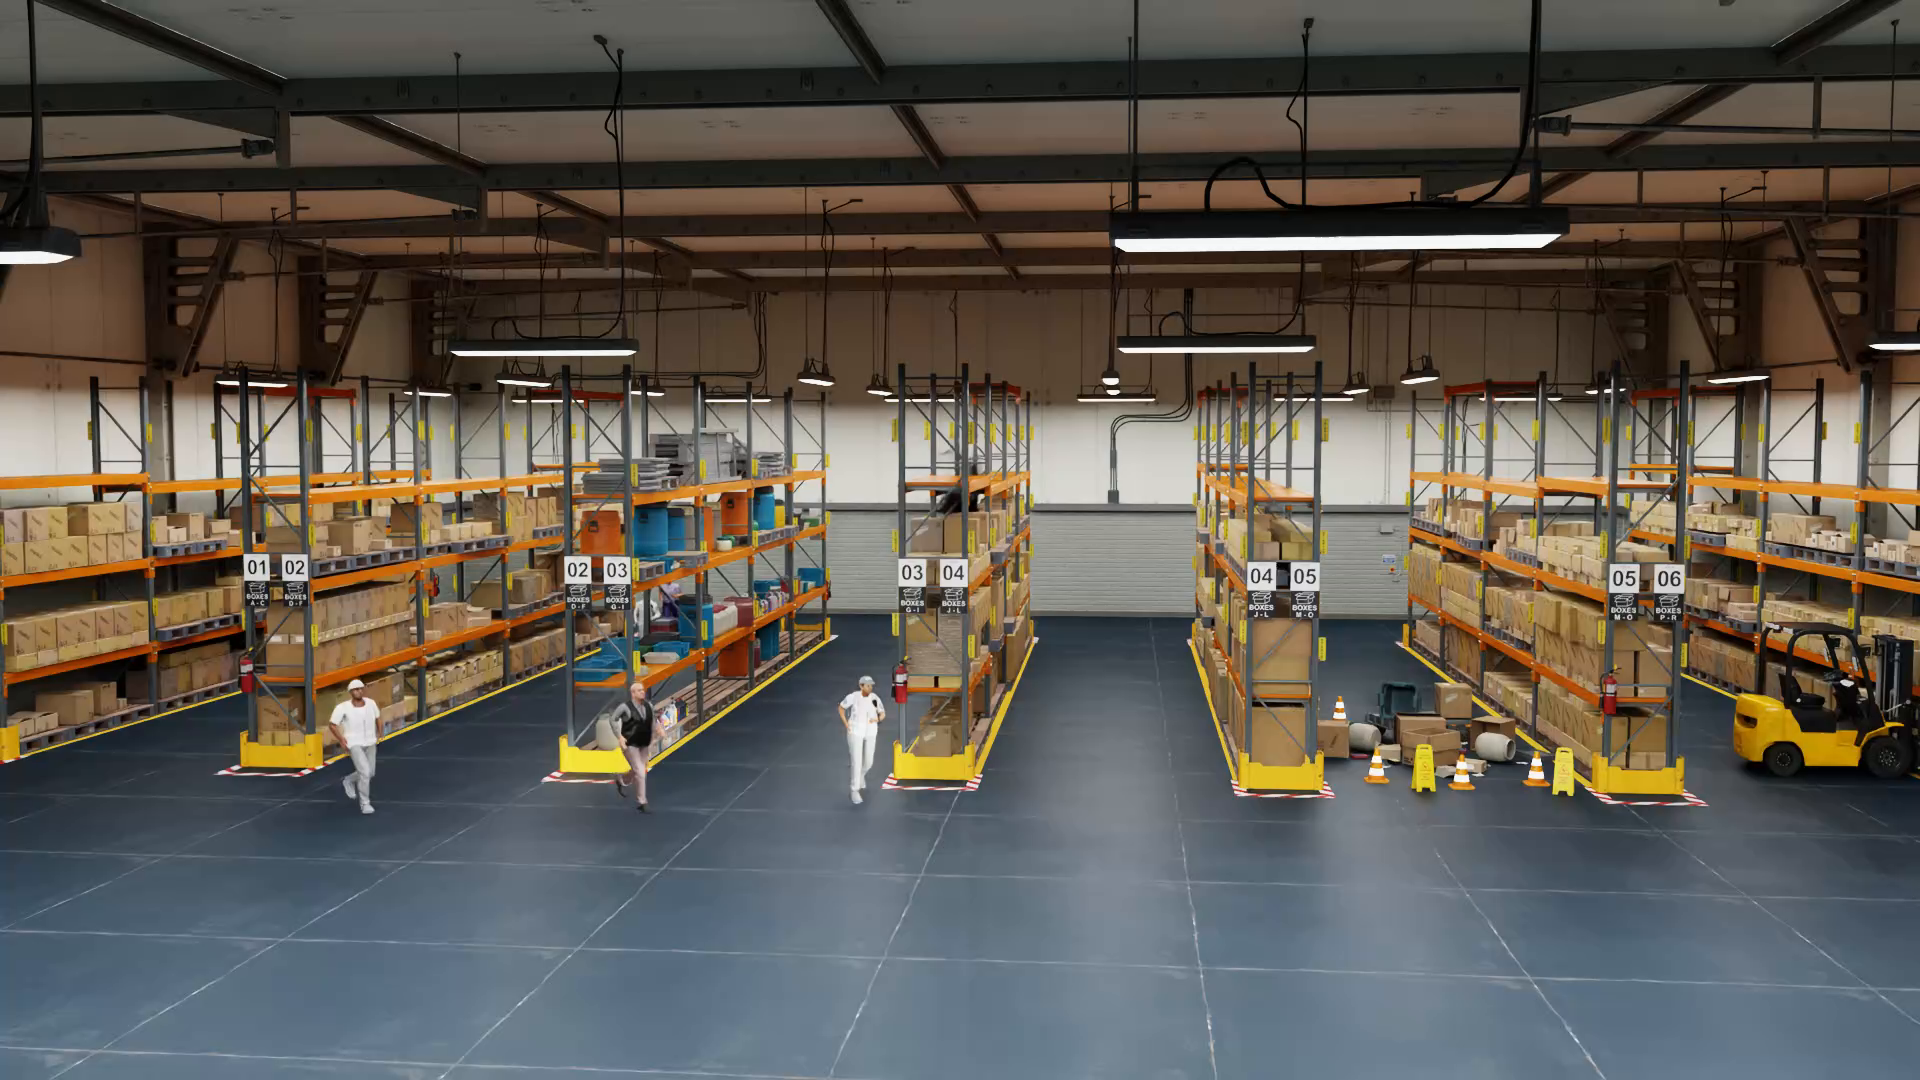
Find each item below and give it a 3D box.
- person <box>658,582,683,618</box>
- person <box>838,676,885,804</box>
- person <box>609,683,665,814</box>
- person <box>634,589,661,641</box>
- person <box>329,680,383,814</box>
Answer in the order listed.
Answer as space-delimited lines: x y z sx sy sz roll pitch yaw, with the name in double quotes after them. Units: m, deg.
-6.933 1.624 39.761 0.588 1.642 0.773 0 4 -3 "person"
-1.322 2.708 22.952 0.628 1.663 0.926 -2 4 -25 "person"
-4.351 2.740 22.134 0.854 1.708 0.644 3 5 40 "person"
-6.837 1.862 36.236 0.616 1.660 0.554 0 4 -7 "person"
-7.996 2.722 22.111 0.751 1.753 0.692 3 5 41 "person"
